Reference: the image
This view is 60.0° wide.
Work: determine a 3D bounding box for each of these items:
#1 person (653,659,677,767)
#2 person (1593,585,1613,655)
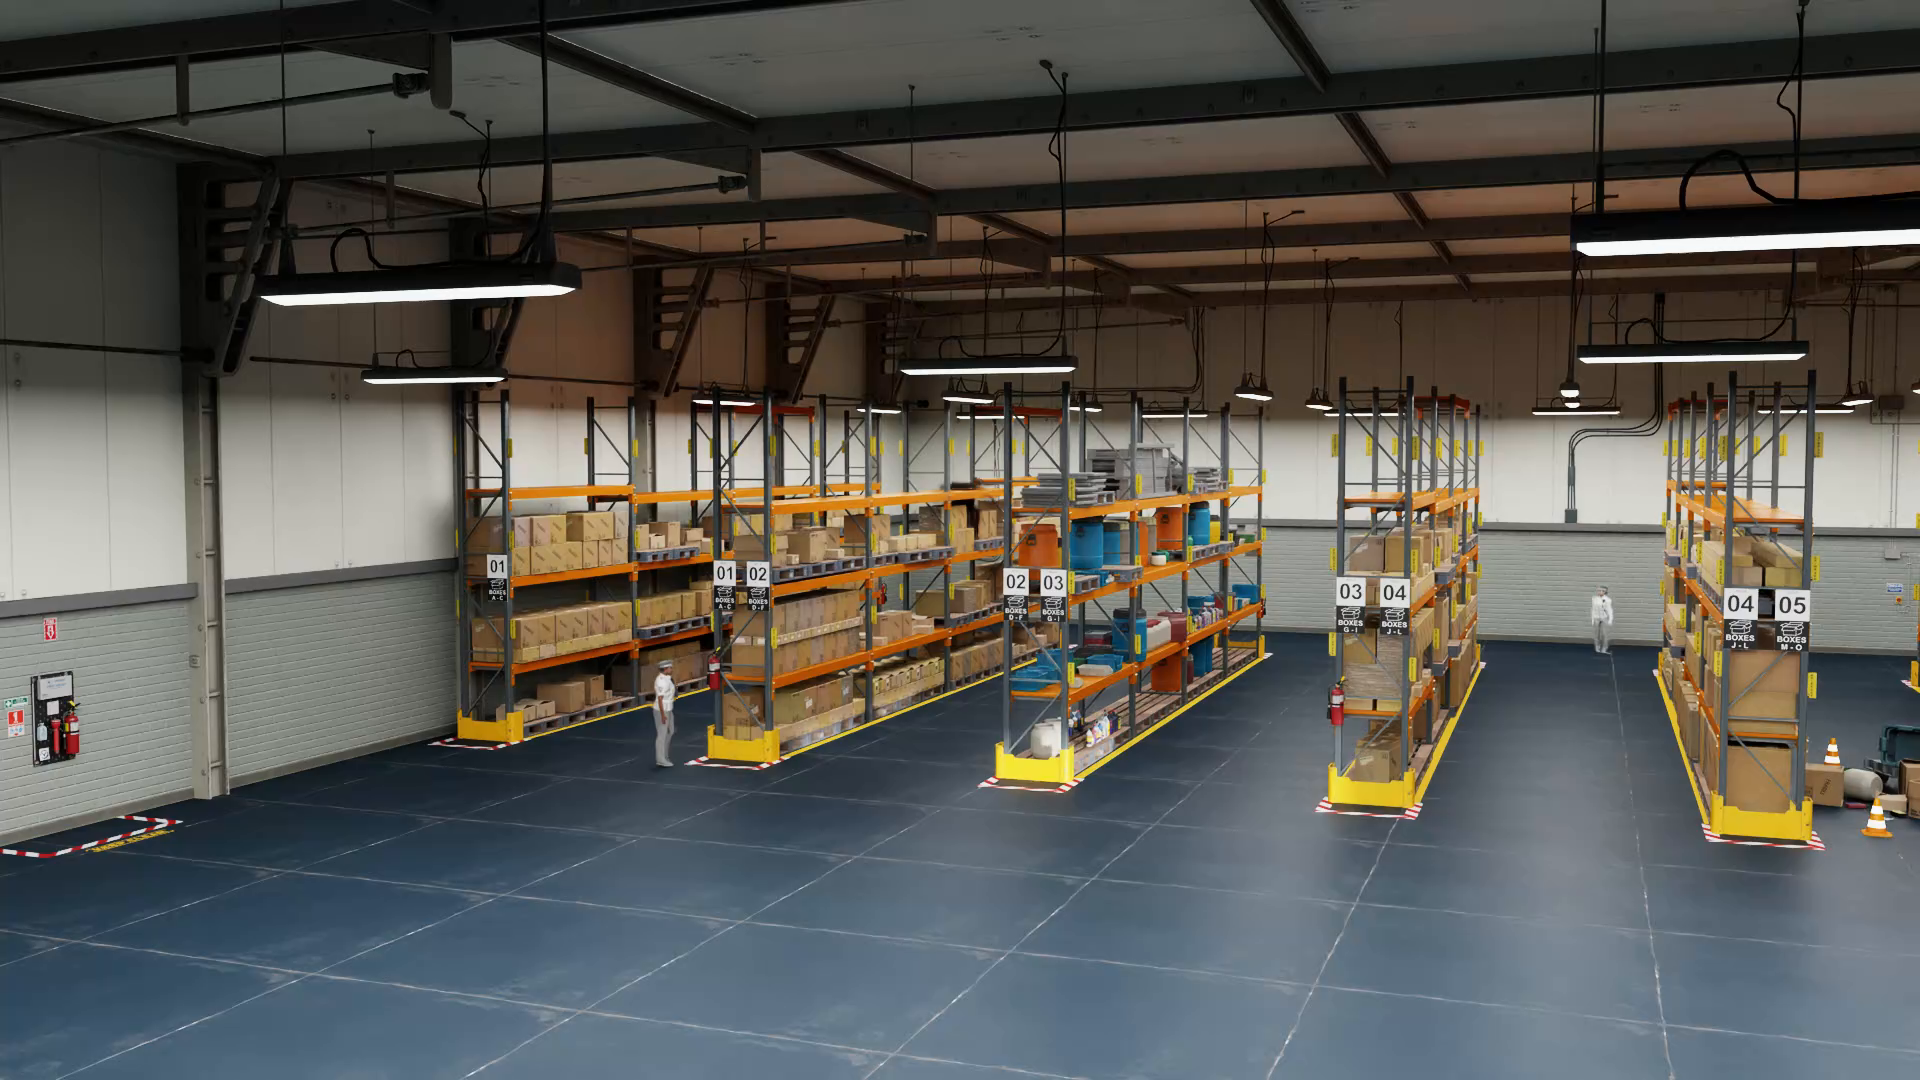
[{"bbox_3d":[-4.685,2.763,26.304,0.351,1.761,0.511,0,3,2],"label":"person"},{"bbox_3d":[15.677,1.938,40.588,0.519,1.675,0.536,2,4,36],"label":"person"}]
